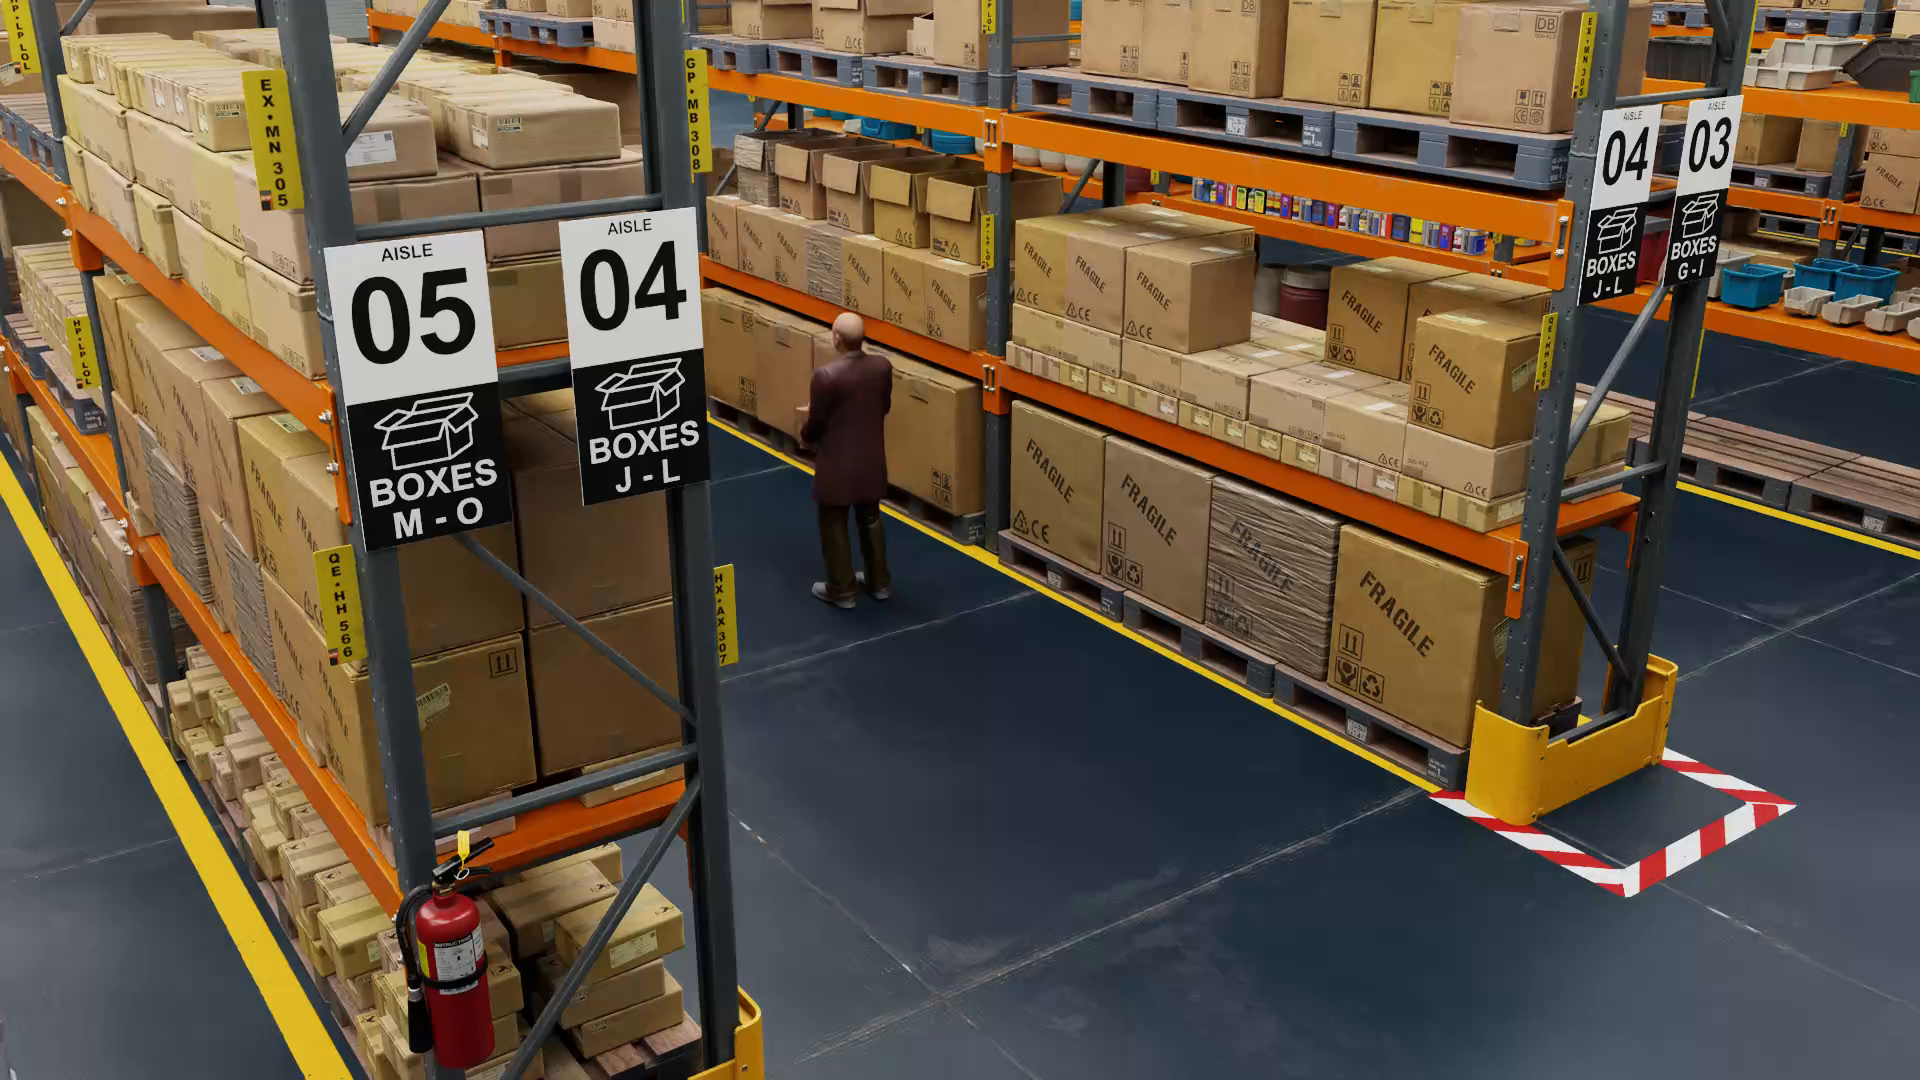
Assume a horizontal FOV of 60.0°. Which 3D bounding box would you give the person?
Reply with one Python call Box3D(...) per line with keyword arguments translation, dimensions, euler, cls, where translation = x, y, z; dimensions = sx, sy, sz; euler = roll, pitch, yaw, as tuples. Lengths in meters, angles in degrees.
Box3D(translation=(-0.700, -0.502, 9.898), dimensions=(0.554, 1.781, 0.527), euler=(-15, 25, -33), cls="person")
